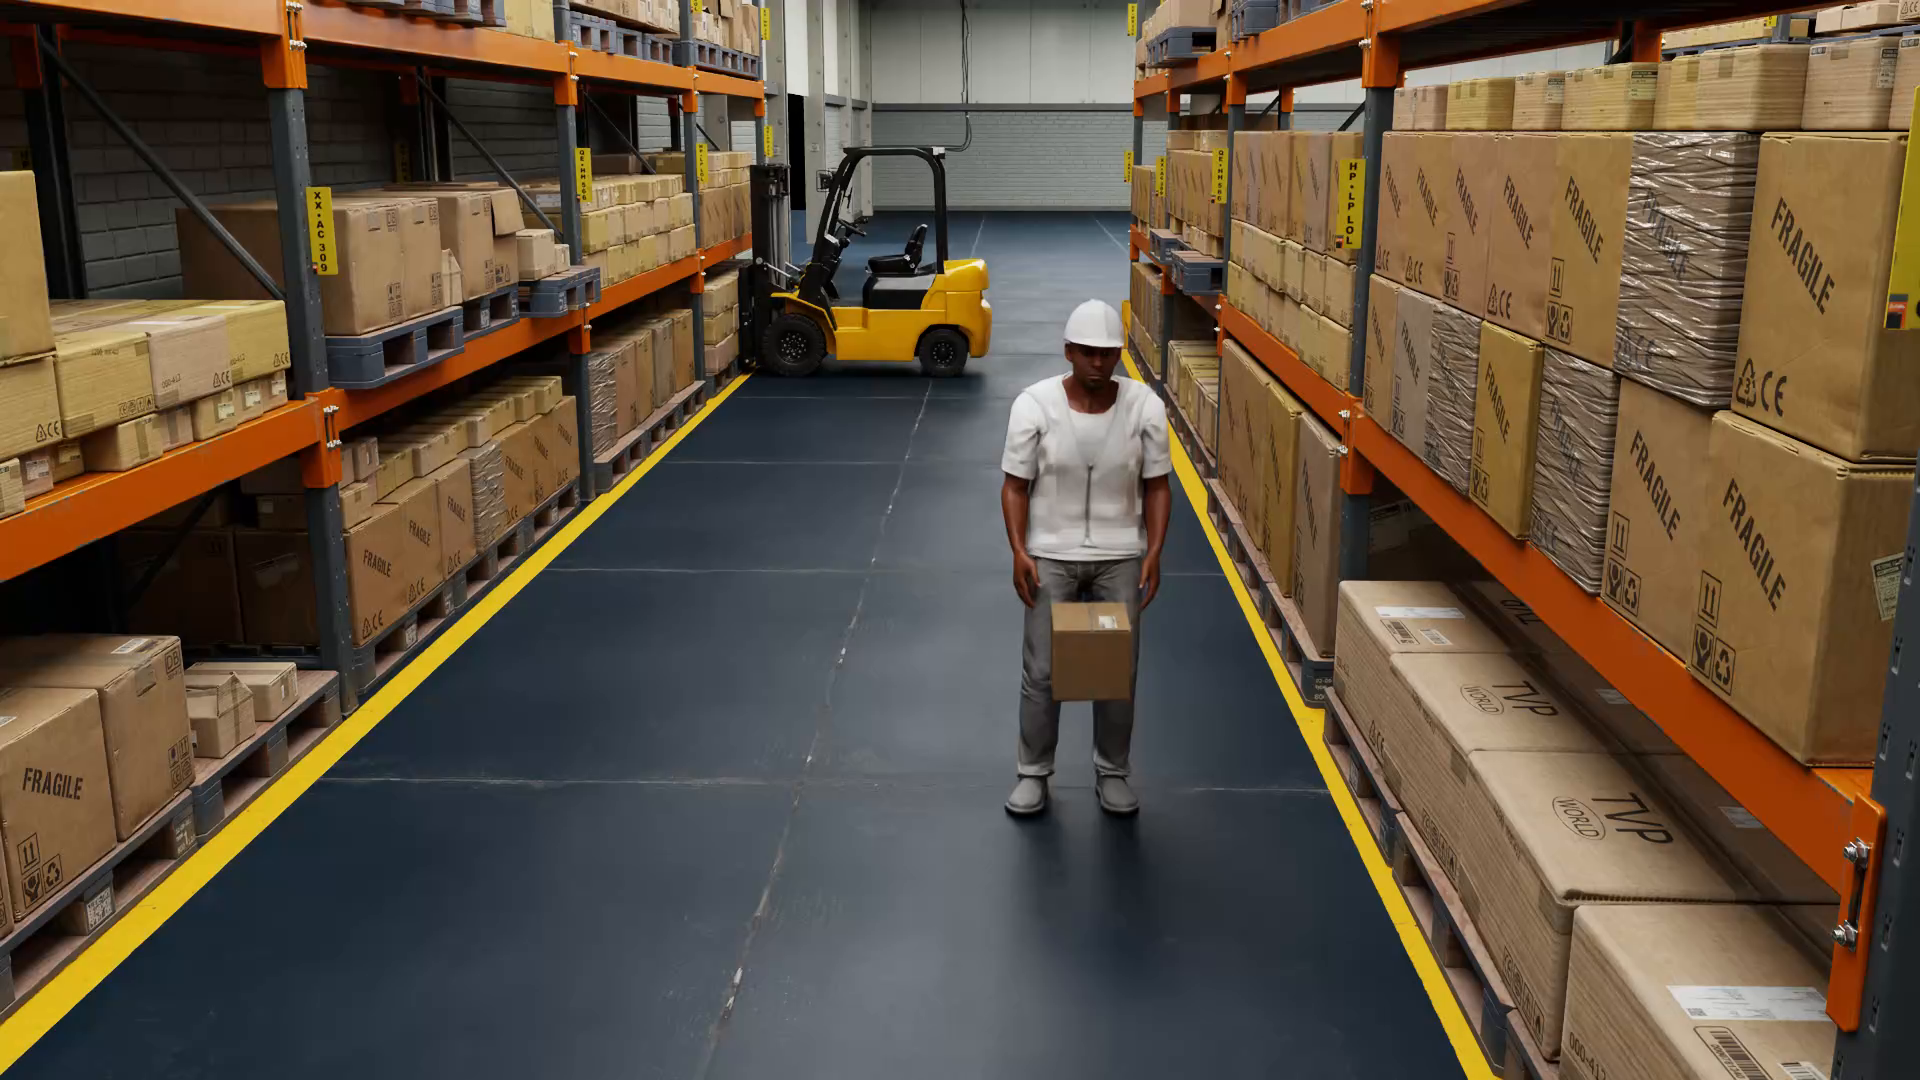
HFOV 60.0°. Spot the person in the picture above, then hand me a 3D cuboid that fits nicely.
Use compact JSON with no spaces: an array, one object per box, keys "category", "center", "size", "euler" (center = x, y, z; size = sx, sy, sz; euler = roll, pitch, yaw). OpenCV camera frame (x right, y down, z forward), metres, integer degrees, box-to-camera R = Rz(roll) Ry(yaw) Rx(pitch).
[{"category":"person","center":[0.431,0.062,5.697],"size":[0.583,1.766,0.422],"euler":[0,14,0]}]
